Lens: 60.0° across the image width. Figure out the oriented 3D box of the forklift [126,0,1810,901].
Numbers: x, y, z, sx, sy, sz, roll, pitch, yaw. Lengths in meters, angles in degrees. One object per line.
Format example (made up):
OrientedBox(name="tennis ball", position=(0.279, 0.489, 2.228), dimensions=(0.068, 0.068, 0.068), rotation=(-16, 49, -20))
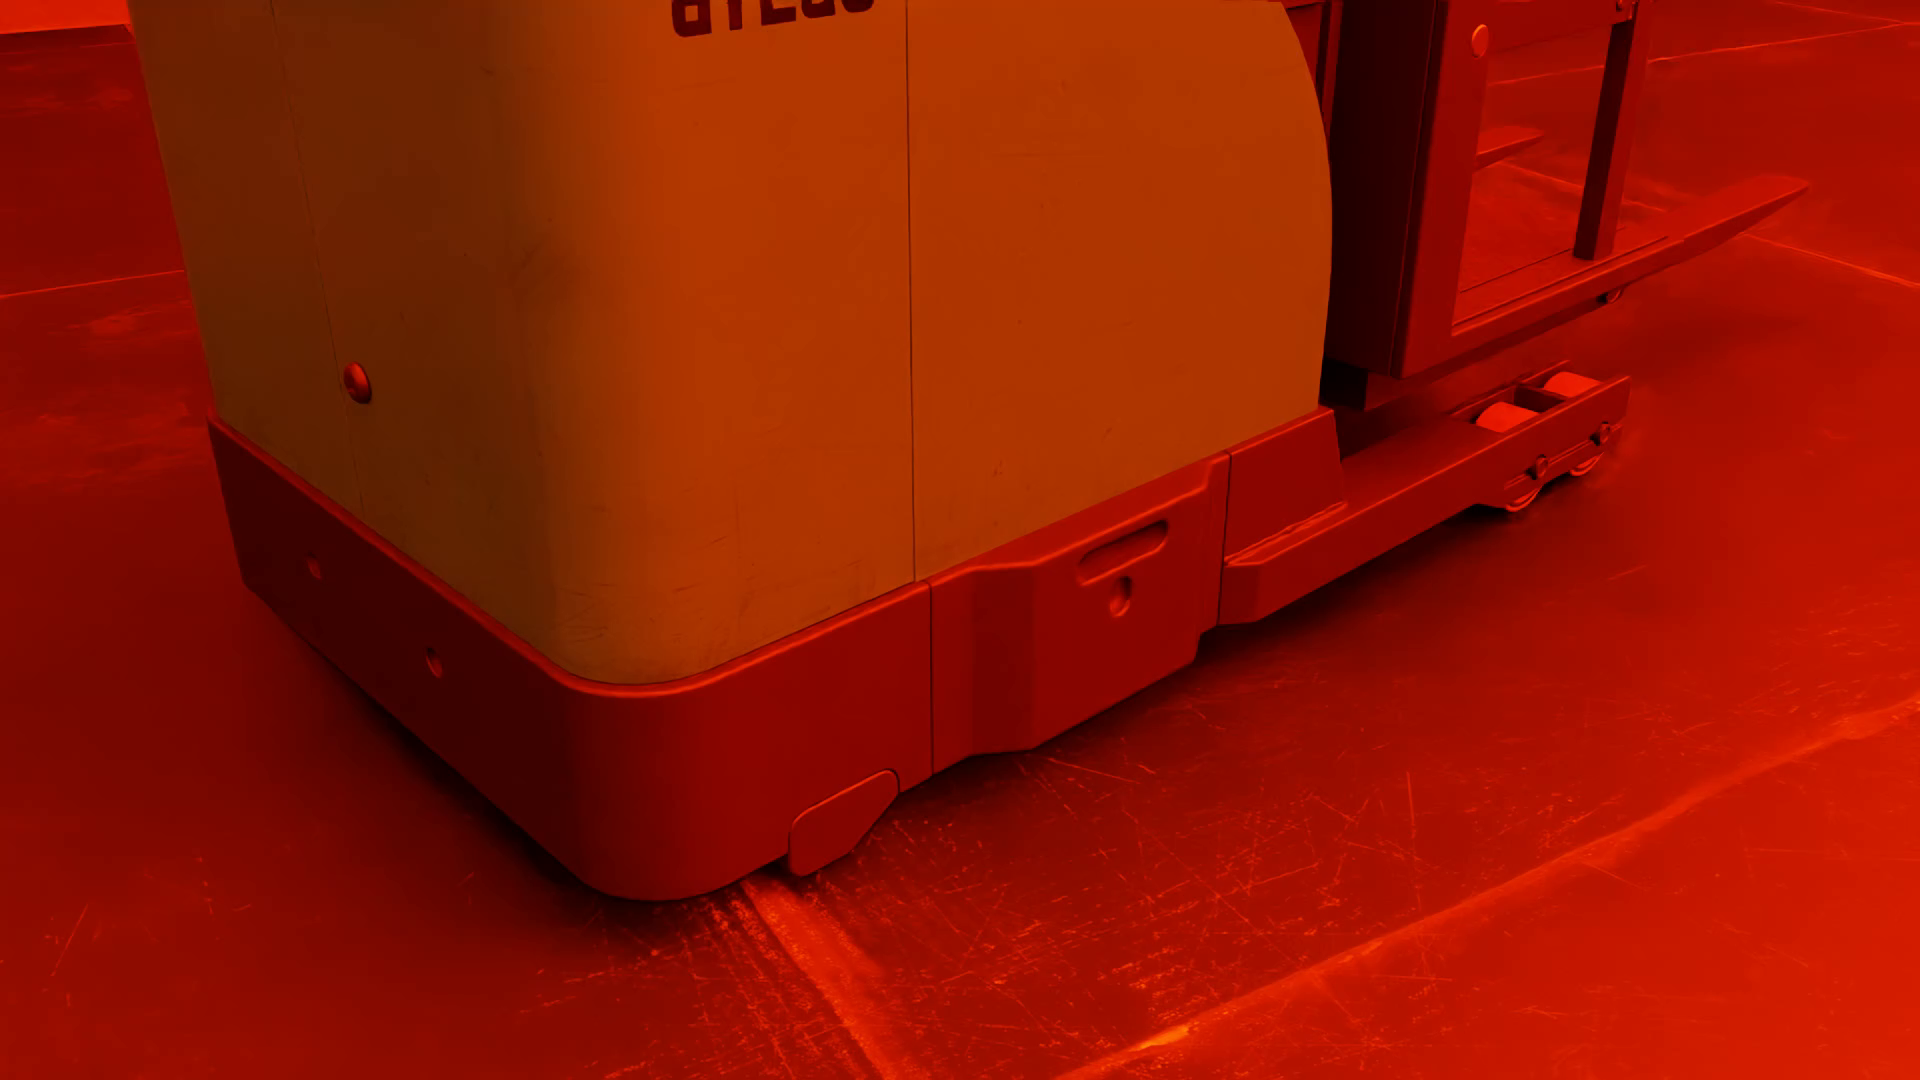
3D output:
OrientedBox(name="forklift", position=(0.446, -1.506, 2.228), dimensions=(3.031, 2.935, 1.130), rotation=(-23, 35, -37))
